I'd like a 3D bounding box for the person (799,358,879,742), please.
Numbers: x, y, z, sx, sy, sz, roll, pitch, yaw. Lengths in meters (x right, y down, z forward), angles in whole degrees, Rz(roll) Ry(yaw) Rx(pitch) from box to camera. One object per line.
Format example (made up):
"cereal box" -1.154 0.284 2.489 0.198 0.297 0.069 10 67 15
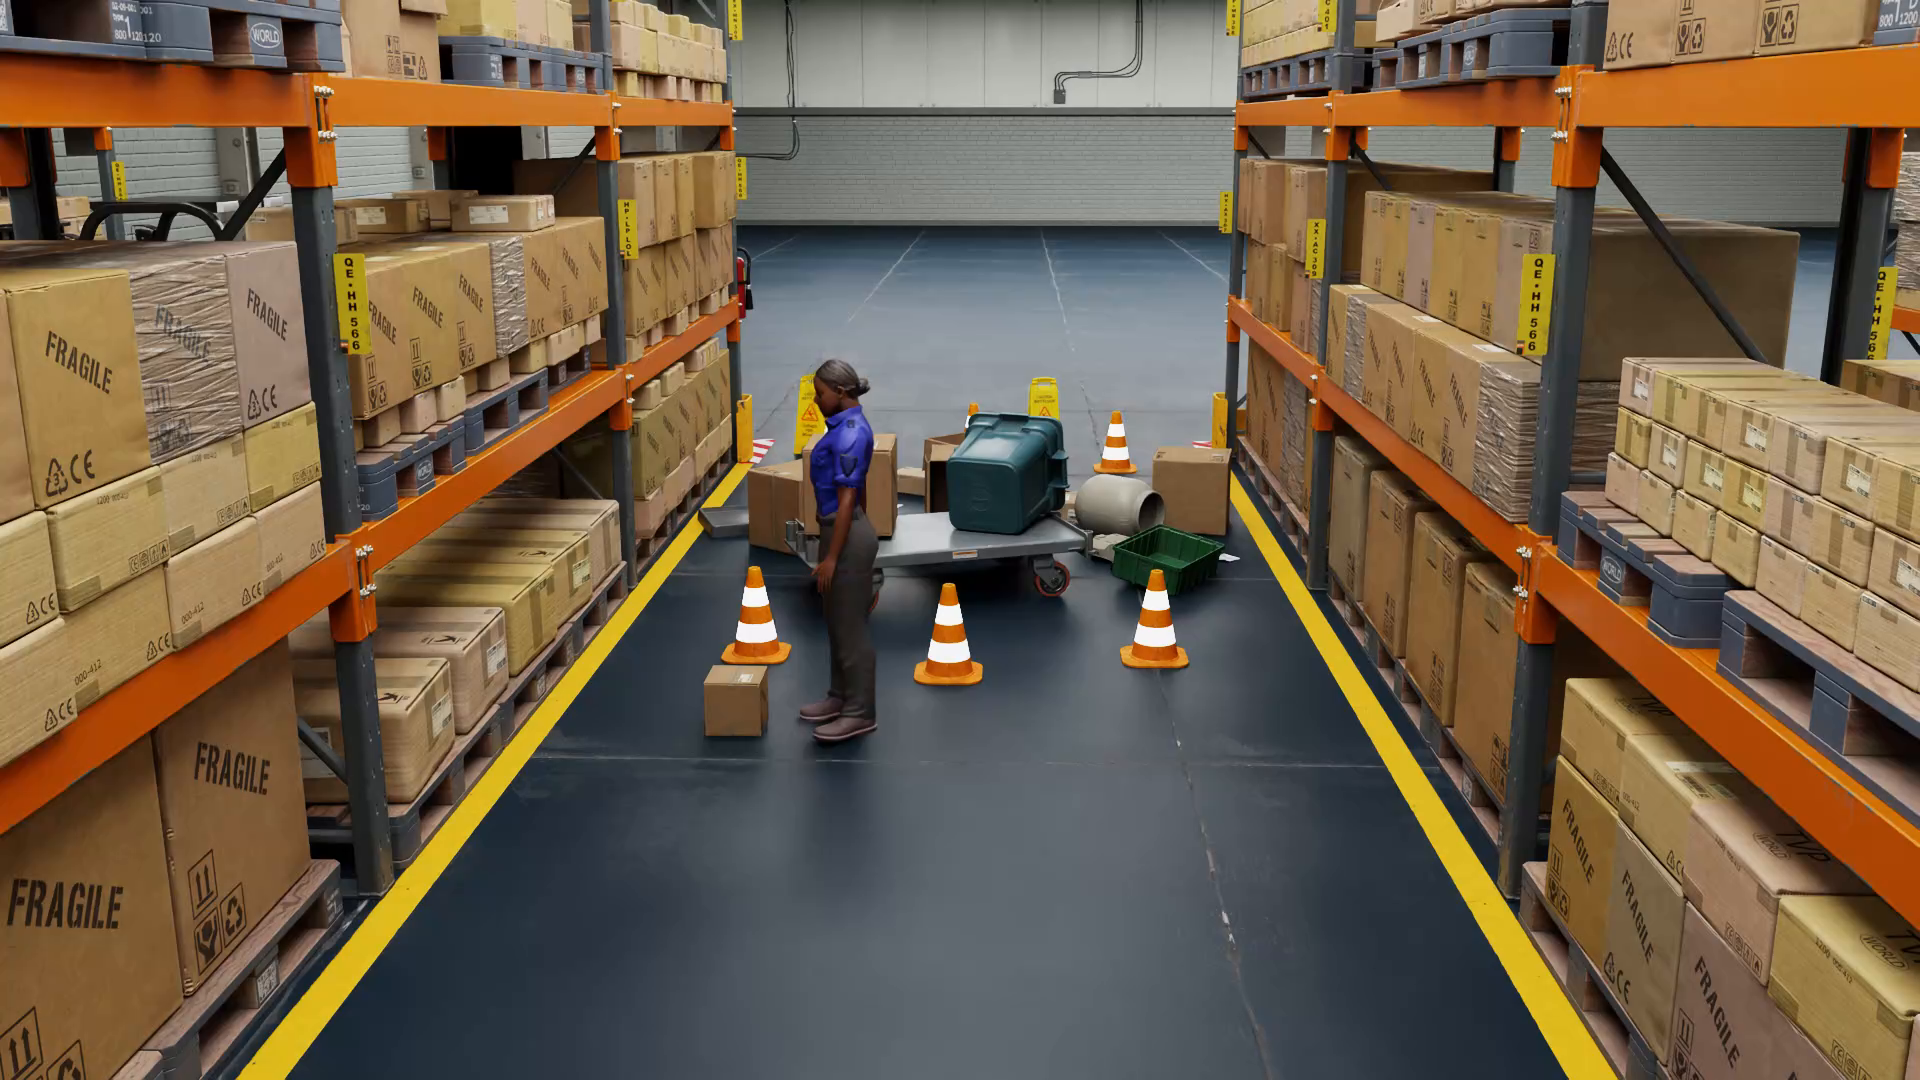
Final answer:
"person" -0.540 0.041 7.281 0.370 1.675 0.543 -1 14 -5
